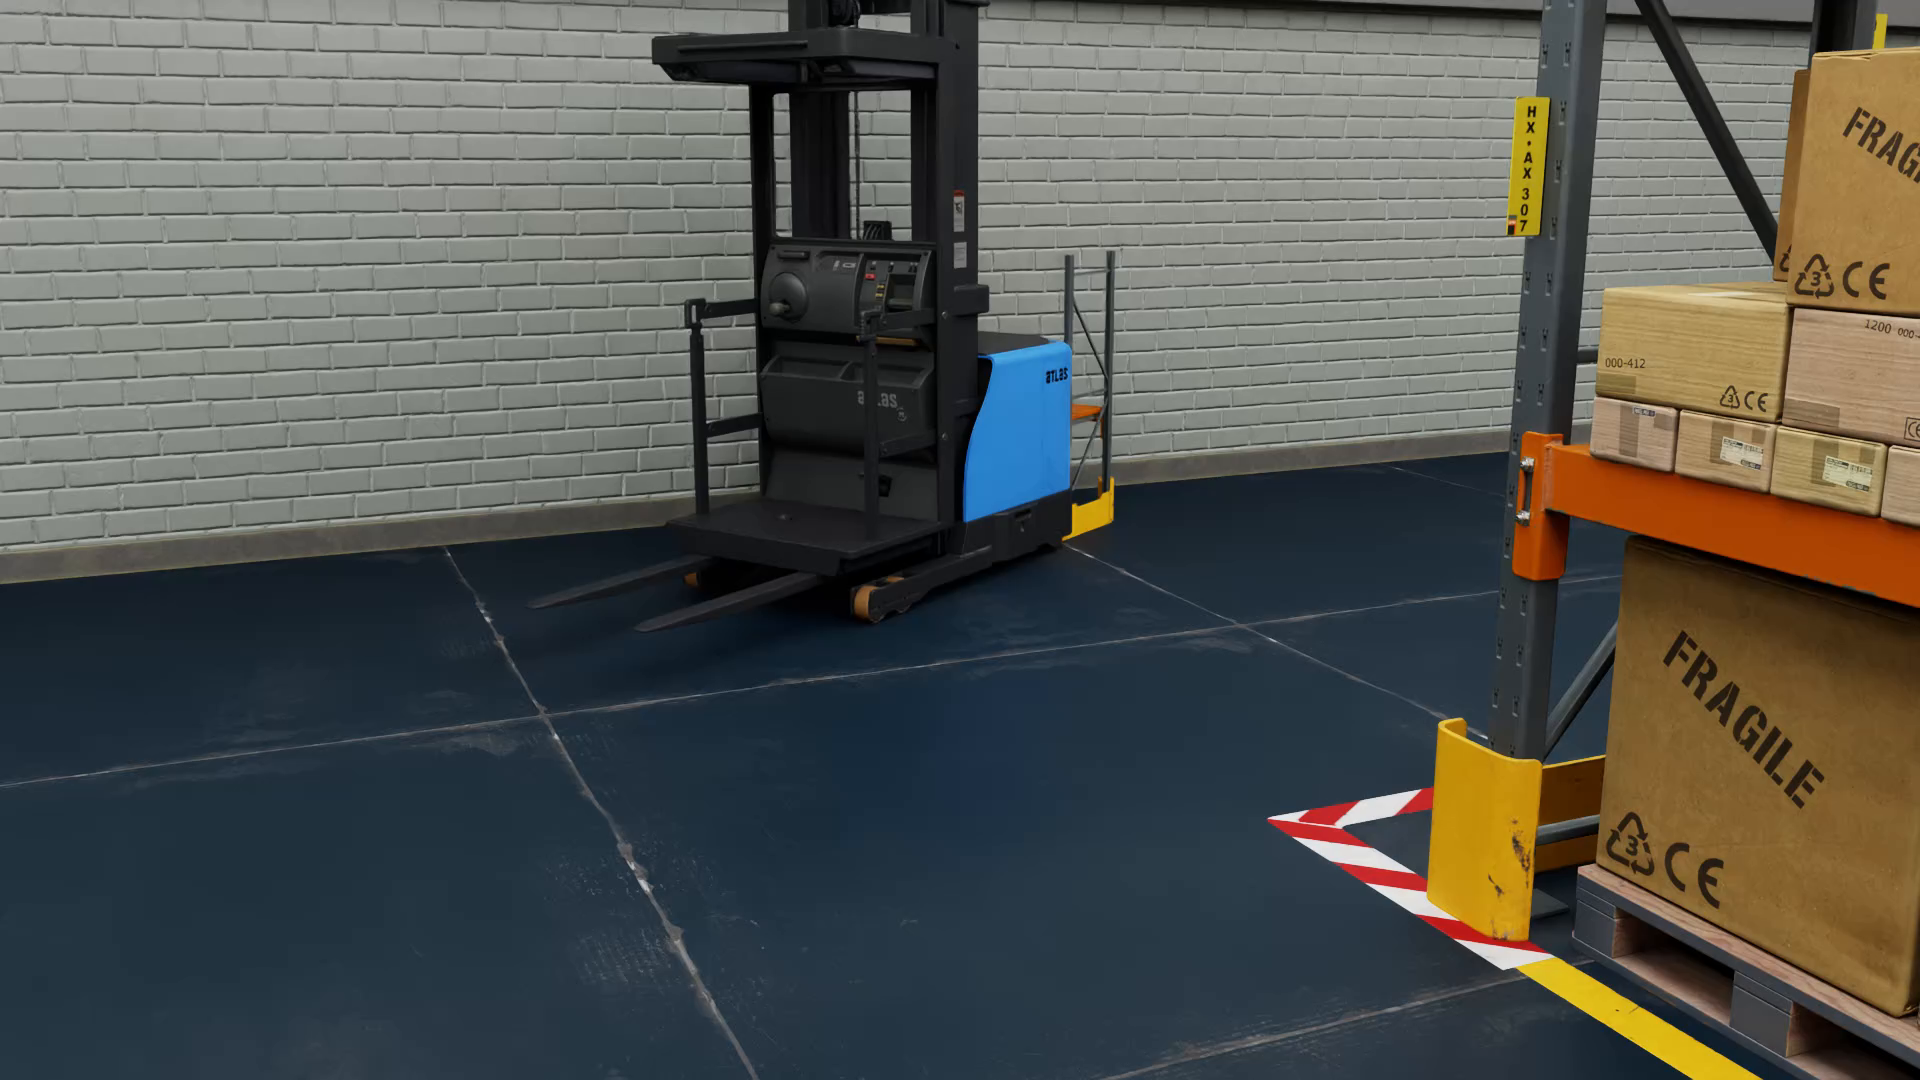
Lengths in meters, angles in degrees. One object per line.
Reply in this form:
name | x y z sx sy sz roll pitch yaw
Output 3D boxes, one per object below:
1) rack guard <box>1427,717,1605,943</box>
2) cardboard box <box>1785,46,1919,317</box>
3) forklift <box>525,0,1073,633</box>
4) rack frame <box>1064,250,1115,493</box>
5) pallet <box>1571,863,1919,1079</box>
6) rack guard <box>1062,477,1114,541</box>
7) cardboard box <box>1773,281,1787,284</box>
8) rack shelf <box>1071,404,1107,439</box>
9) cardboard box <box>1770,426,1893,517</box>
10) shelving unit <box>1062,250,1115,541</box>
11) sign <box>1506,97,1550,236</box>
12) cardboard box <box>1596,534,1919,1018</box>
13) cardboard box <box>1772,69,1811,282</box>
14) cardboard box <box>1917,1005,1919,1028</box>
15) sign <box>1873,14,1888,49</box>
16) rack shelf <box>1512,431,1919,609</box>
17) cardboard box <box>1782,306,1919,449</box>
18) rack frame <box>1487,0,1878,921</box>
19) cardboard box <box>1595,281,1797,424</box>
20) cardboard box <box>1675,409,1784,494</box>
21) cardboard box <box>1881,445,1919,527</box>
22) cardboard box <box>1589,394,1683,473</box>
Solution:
rack guard | 1.873 0.722 4.639 1.175 0.500 0.348 -6 14 -23
cardboard box | 2.028 -0.701 3.255 0.500 0.500 0.500 -6 14 -24
forklift | -0.648 -1.186 7.493 1.130 2.935 3.031 9 16 33
rack frame | 0.687 -0.781 8.917 0.032 1.500 0.500 8 15 32
pallet | 2.275 1.026 3.967 1.003 0.211 1.213 -6 14 -23
rack guard | 0.671 -0.174 9.069 0.087 0.250 0.587 8 15 32
cardboard box | 2.320 -0.486 3.990 0.500 0.250 0.500 -6 14 -24
rack shelf | 0.260 -0.668 9.227 1.000 0.185 0.538 8 15 32
cardboard box | 1.930 -0.159 3.462 0.380 0.149 0.250 -6 14 -24
shelving unit | 0.253 -0.844 9.191 1.083 1.500 0.587 8 15 32
sign | 1.372 -0.902 4.018 0.100 0.325 0.005 -6 14 -23
cardboard box | 2.213 0.465 3.988 0.875 0.875 0.875 -6 14 -23
cardboard box | 2.319 -0.851 3.903 0.500 0.500 0.500 -5 14 -22
cardboard box | 2.577 0.653 3.176 0.875 0.875 0.875 -6 14 -23
sign | 2.386 -1.216 4.378 0.100 0.325 0.005 -6 14 -23
rack shelf | 2.684 0.273 2.632 1.077 0.370 4.000 -6 14 -23
cardboard box | 2.042 -0.332 3.324 0.500 0.250 0.500 -6 14 -24
rack frame | 1.883 -0.490 4.336 1.000 3.000 0.127 -6 14 -23
cardboard box | 1.828 -0.439 3.786 0.500 0.250 0.500 -6 14 -24
cardboard box | 1.827 -0.212 3.690 0.380 0.149 0.250 -6 14 -24
cardboard box | 2.035 -0.105 3.230 0.380 0.149 0.250 -6 14 -24
cardboard box | 1.723 -0.265 3.919 0.380 0.149 0.250 -5 14 -22
